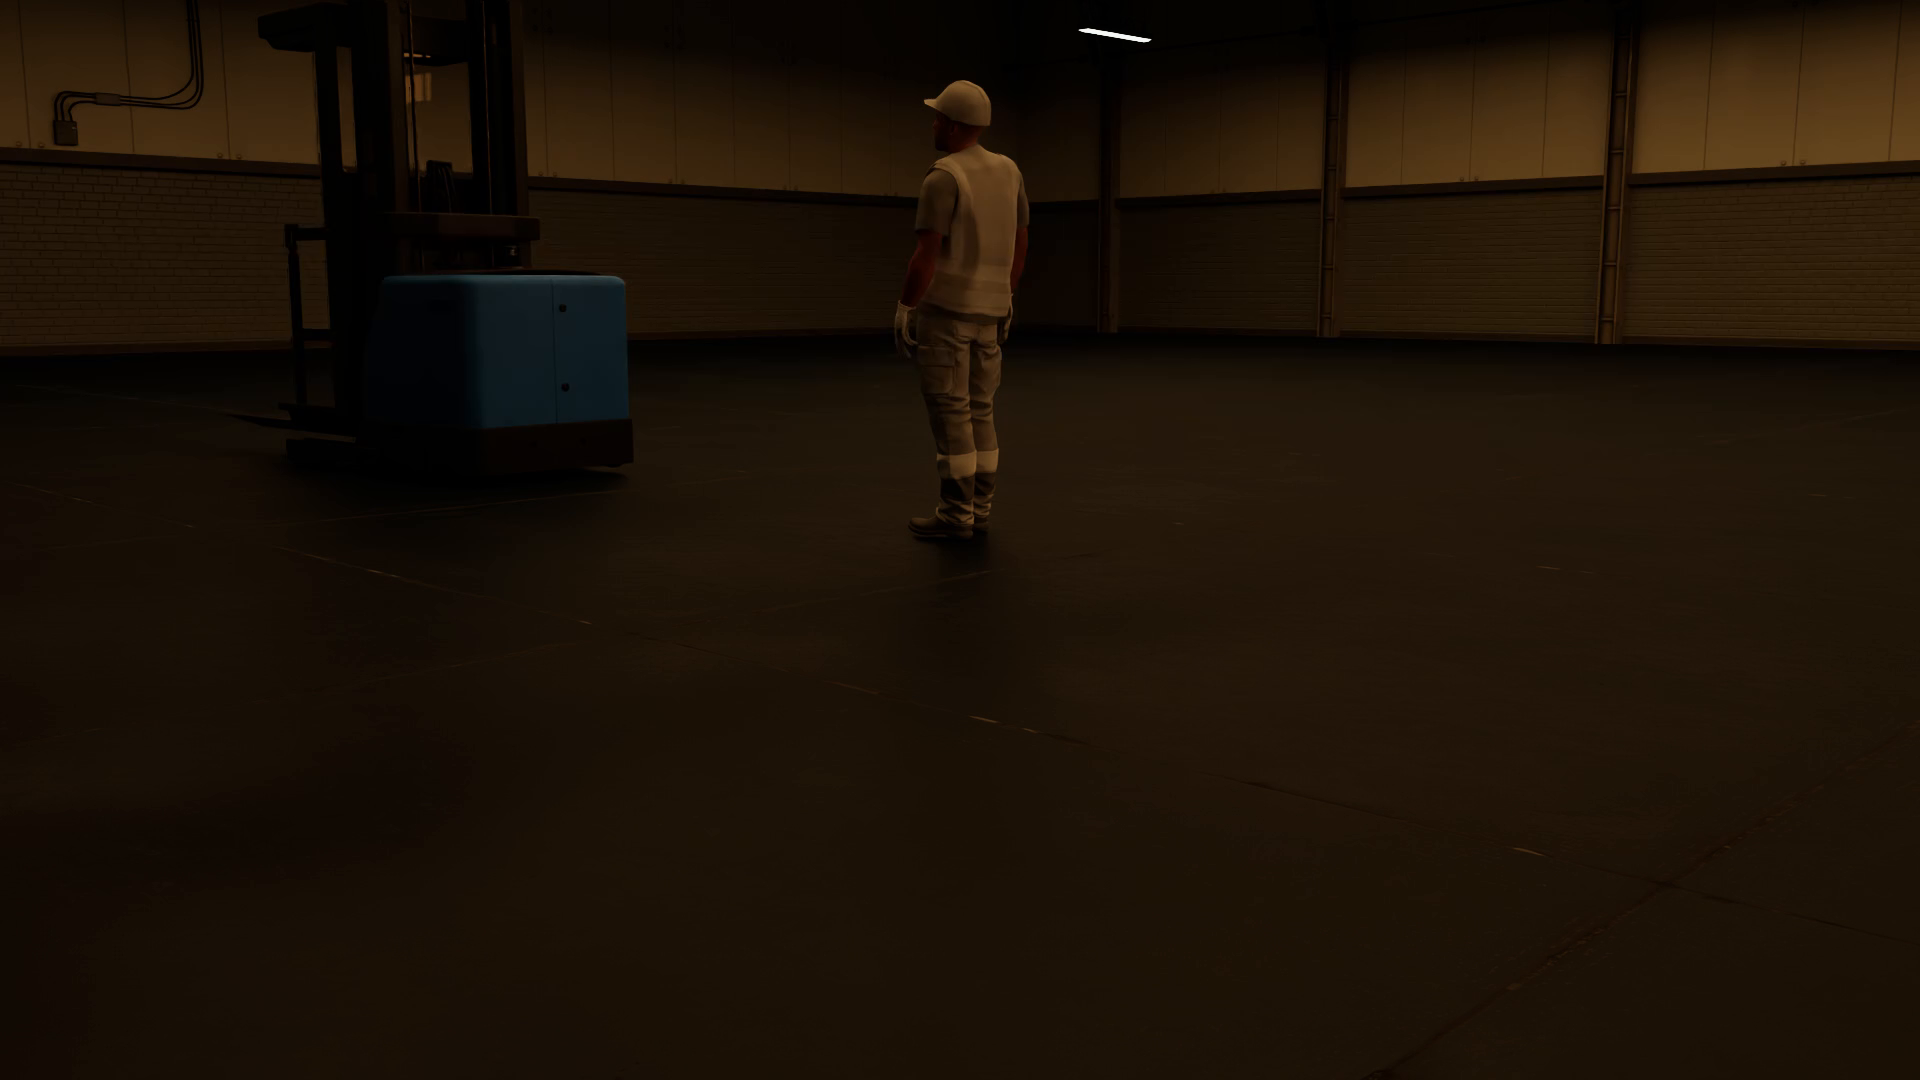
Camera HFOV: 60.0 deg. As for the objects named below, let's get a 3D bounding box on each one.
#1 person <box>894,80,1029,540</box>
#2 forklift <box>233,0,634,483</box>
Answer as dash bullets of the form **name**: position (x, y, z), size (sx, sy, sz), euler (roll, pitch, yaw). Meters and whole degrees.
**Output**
- **person**: position (-0.049, -0.902, 6.647), size (0.564, 1.787, 0.637), euler (8, 12, 43)
- **forklift**: position (-3.208, -1.896, 9.467), size (3.031, 2.935, 1.130), euler (8, 11, 42)
